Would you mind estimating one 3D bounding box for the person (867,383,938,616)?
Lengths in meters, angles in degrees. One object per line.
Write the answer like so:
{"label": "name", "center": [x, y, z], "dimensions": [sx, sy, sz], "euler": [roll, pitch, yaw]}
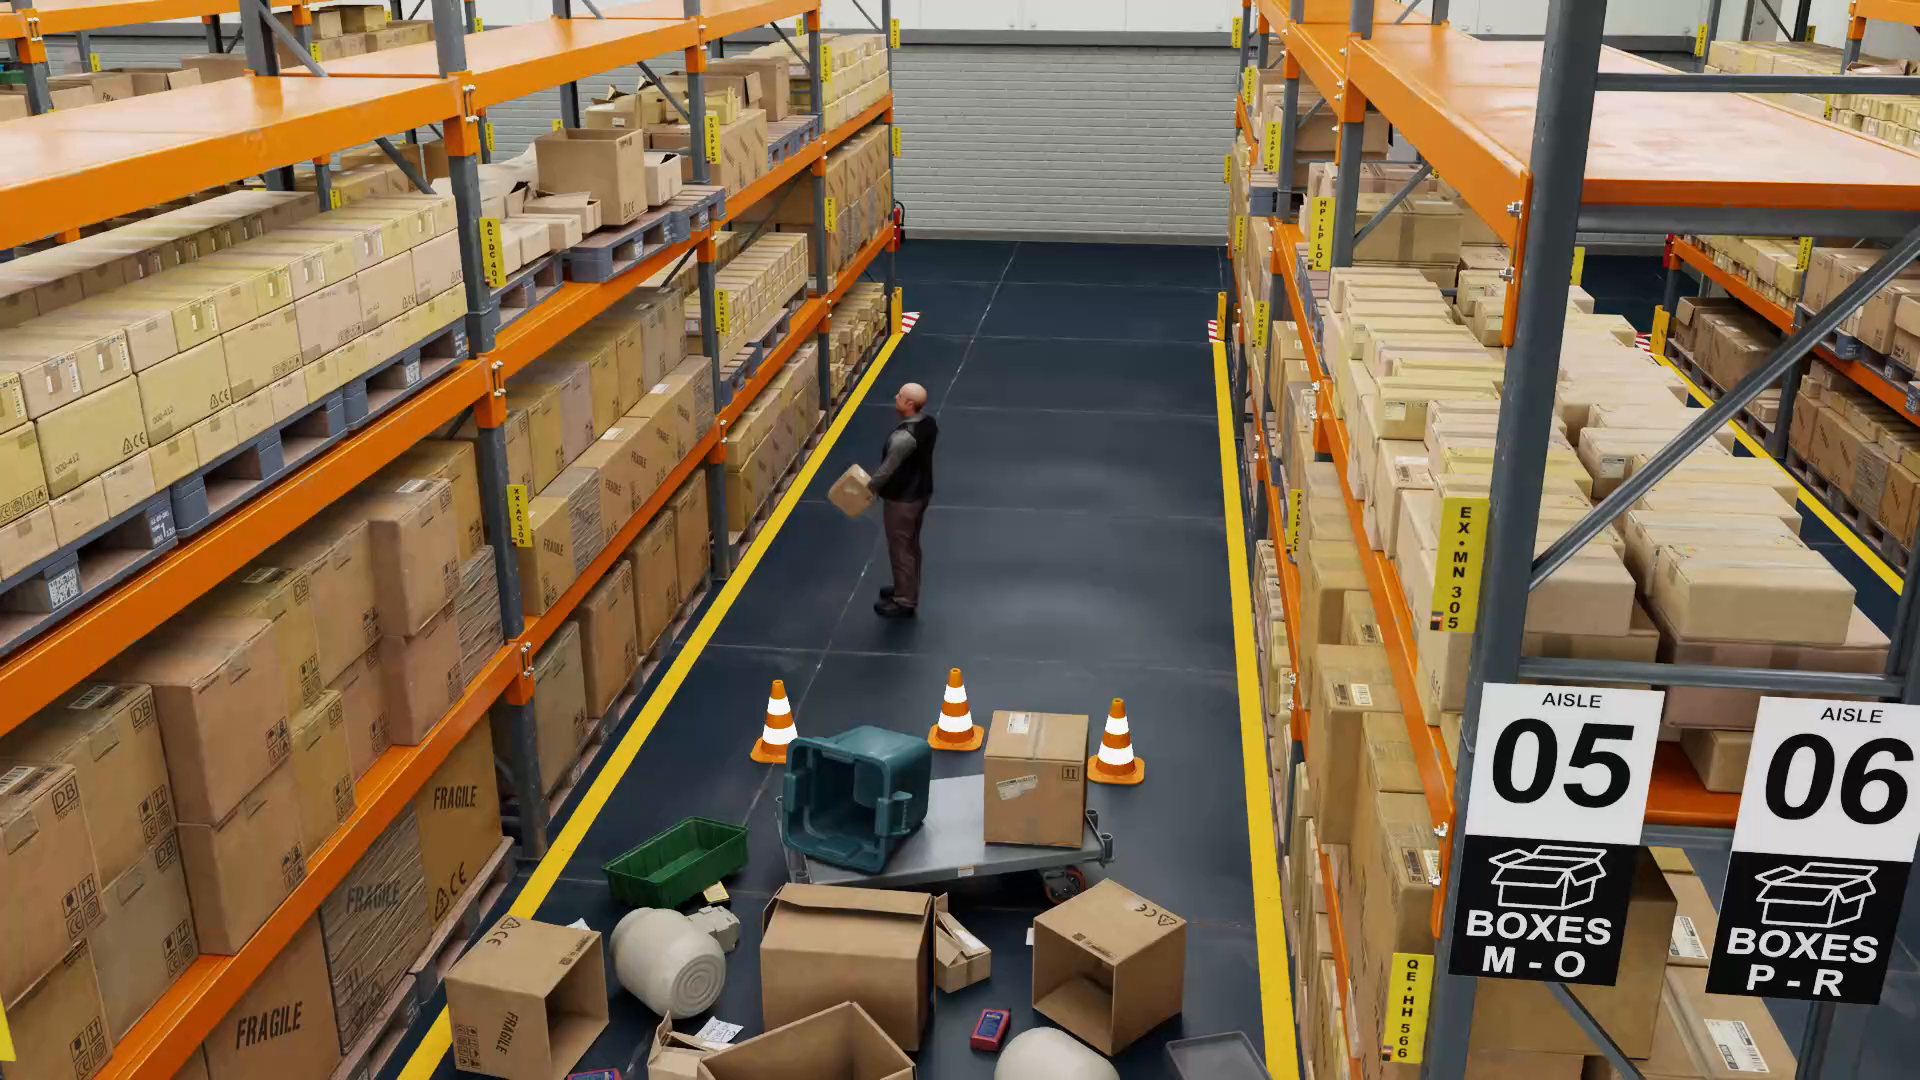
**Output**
{"label": "person", "center": [-0.442, -0.302, 11.897], "dimensions": [0.521, 1.726, 0.516], "euler": [8, 23, 21]}
